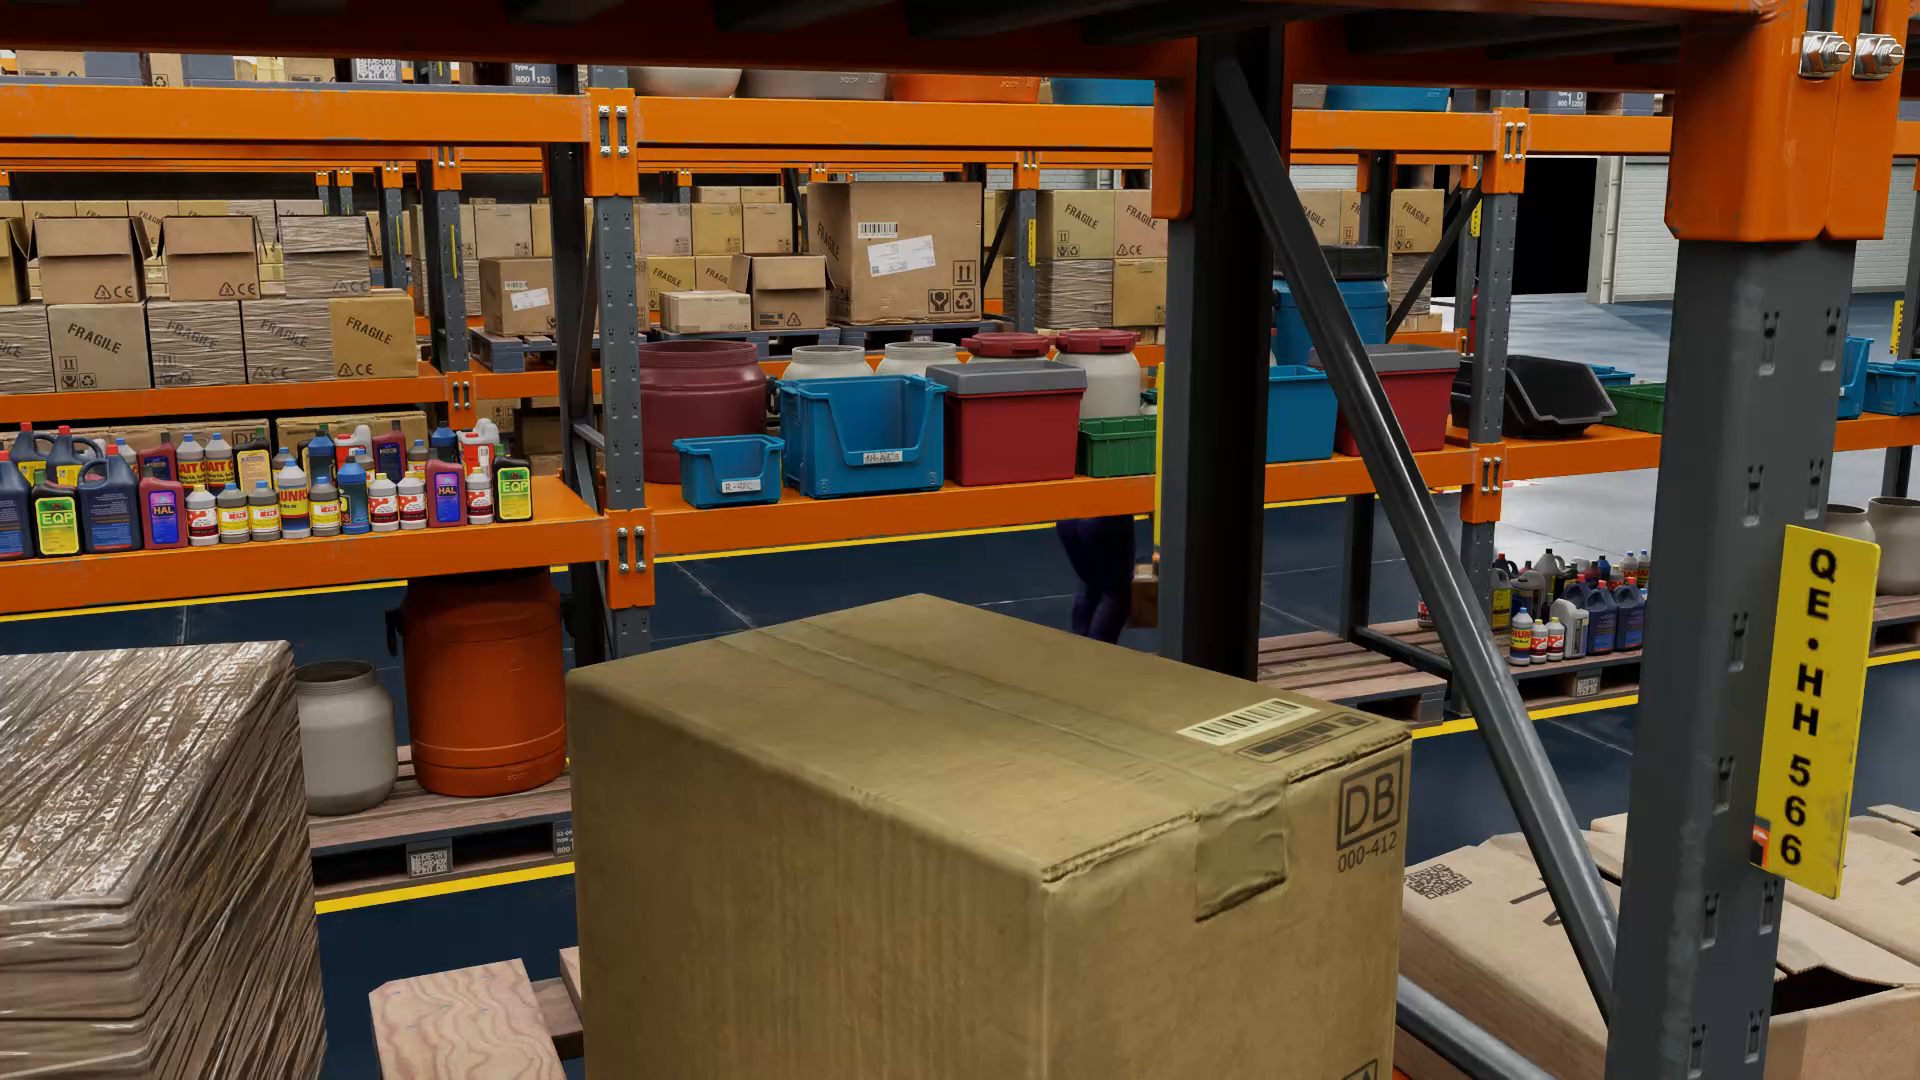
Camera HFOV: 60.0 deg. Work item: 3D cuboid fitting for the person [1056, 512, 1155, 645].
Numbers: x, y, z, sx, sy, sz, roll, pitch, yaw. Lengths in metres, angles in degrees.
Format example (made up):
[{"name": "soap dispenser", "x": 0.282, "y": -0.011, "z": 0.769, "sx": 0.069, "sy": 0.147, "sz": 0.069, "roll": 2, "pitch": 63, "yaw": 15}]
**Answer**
[{"name": "person", "x": 0.713, "y": -0.077, "z": 8.356, "sx": 0.501, "sy": 1.625, "sz": 0.570, "roll": -10, "pitch": 16, "yaw": -38}]
